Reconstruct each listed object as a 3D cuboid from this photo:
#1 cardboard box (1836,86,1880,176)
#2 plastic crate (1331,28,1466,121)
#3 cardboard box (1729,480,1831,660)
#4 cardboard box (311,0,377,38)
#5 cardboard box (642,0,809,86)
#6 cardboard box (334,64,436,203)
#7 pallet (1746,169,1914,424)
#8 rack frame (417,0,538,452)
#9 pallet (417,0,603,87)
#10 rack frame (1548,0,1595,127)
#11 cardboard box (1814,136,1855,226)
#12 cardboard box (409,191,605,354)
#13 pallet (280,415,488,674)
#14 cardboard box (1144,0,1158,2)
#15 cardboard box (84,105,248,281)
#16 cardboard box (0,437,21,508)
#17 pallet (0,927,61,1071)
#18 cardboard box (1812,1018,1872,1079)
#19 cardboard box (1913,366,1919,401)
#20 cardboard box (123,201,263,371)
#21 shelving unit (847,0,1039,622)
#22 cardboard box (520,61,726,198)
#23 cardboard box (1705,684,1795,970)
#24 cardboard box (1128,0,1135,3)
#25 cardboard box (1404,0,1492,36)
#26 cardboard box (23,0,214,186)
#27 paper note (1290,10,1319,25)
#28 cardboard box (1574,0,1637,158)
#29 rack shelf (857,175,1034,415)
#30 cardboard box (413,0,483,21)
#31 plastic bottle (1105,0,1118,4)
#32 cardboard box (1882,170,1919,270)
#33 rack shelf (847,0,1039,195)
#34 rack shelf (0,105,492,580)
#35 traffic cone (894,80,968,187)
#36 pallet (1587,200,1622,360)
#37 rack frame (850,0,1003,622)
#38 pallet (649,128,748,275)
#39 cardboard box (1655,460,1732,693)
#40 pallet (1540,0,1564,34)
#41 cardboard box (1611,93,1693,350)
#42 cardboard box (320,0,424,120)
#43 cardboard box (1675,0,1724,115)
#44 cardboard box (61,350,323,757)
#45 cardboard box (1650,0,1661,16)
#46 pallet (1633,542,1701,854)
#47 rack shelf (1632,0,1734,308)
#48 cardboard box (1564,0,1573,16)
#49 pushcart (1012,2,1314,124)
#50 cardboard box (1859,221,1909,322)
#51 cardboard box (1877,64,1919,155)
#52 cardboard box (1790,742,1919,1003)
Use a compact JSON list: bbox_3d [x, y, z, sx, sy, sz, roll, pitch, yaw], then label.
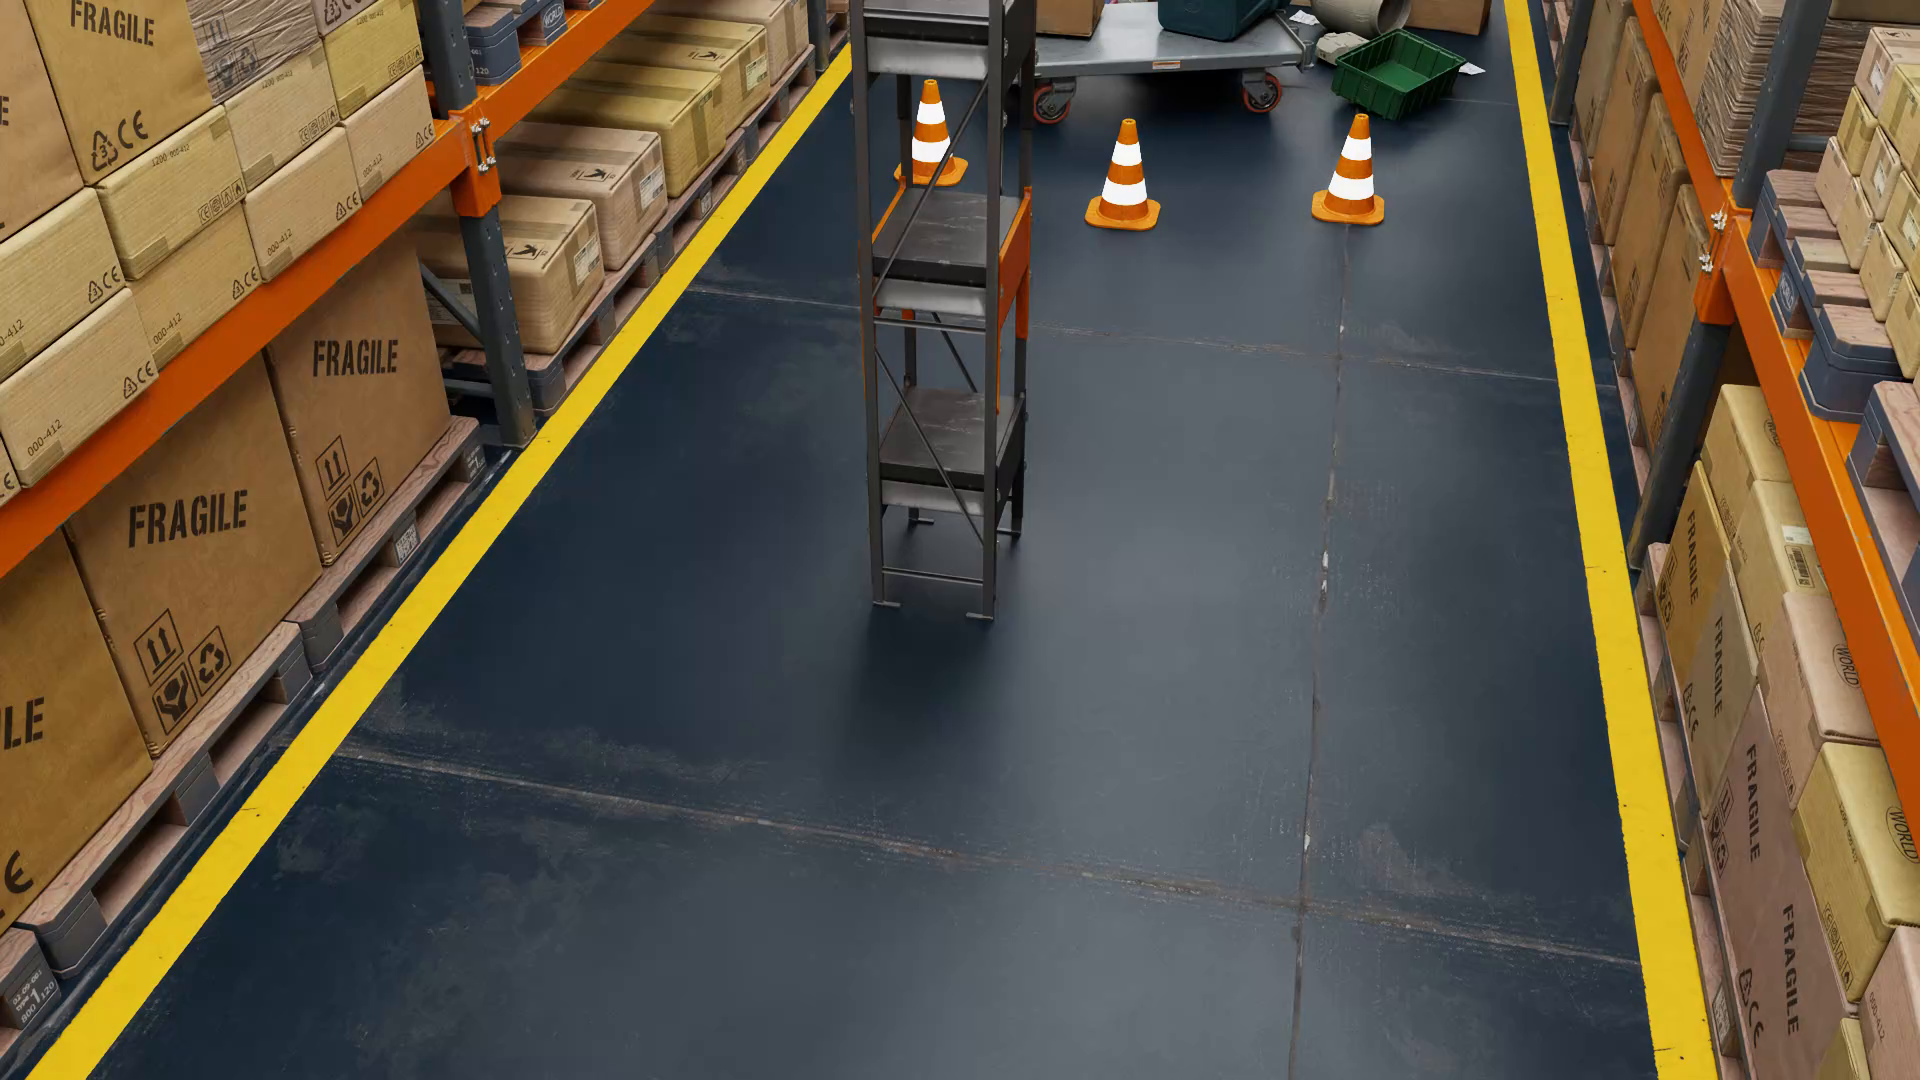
[{"bbox_3d":[2.457,-1.018,4.201,0.380,0.149,0.250,9,37,12],"label":"cardboard box"},{"bbox_3d":[2.368,-2.523,9.022,0.450,0.188,0.662,36,48,26],"label":"plastic crate"},{"bbox_3d":[2.264,0.113,4.171,0.500,0.250,0.500,7,37,9],"label":"cardboard box"},{"bbox_3d":[-1.956,-1.760,4.684,0.500,0.500,0.500,6,36,9],"label":"cardboard box"},{"bbox_3d":[-1.356,-2.742,8.858,0.950,0.372,0.625,8,37,11],"label":"cardboard box"},{"bbox_3d":[-1.955,-1.260,5.061,0.500,0.250,0.500,6,36,8],"label":"cardboard box"},{"bbox_3d":[2.708,-0.581,4.159,1.213,0.211,1.003,7,37,10],"label":"pallet"},{"bbox_3d":[-2.101,-1.643,5.461,1.000,3.000,0.127,7,37,10],"label":"rack frame"},{"bbox_3d":[-2.053,-1.988,6.100,1.213,0.211,1.003,7,37,10],"label":"pallet"},{"bbox_3d":[3.611,-3.374,7.849,1.000,3.000,0.127,7,37,10],"label":"rack frame"},{"bbox_3d":[2.464,-0.918,4.317,0.380,0.149,0.250,7,36,9],"label":"cardboard box"},{"bbox_3d":[-1.970,-1.072,6.555,0.950,0.372,0.625,5,36,7],"label":"cardboard box"},{"bbox_3d":[-2.343,-0.072,5.669,1.003,0.211,1.213,7,37,10],"label":"pallet"},{"bbox_3d":[1.514,-3.412,9.914,0.797,0.637,0.503,7,37,10],"label":"cardboard box"},{"bbox_3d":[-2.151,-0.885,4.117,0.500,0.250,0.500,6,36,9],"label":"cardboard box"},{"bbox_3d":[-2.369,-0.097,3.456,0.500,0.250,0.500,7,37,10],"label":"cardboard box"},{"bbox_3d":[-2.864,1.327,3.739,1.003,0.211,1.213,7,37,10],"label":"pallet"},{"bbox_3d":[1.924,1.304,3.166,0.500,0.500,0.500,6,36,9],"label":"cardboard box"},{"bbox_3d":[2.238,-0.302,3.466,0.380,0.149,0.250,8,37,11],"label":"cardboard box"},{"bbox_3d":[-2.172,-0.679,4.258,0.500,0.250,0.500,7,37,9],"label":"cardboard box"},{"bbox_3d":[-0.035,-0.755,5.003,0.431,2.100,0.503,7,37,10],"label":"shelving unit"},{"bbox_3d":[-1.653,-1.930,7.739,0.950,0.372,0.625,8,37,12],"label":"cardboard box"},{"bbox_3d":[2.147,0.718,3.975,0.500,0.500,0.500,6,36,9],"label":"cardboard box"},{"bbox_3d":[1.024,-3.028,9.701,0.258,0.266,0.396,-17,39,-22],"label":"cardboard box"},{"bbox_3d":[2.940,-3.382,9.988,0.500,0.500,0.500,14,38,18],"label":"cardboard box"},{"bbox_3d":[-2.170,-1.180,3.885,0.500,0.500,0.500,7,37,10],"label":"cardboard box"},{"bbox_3d":[2.113,-3.177,10.114,0.172,0.023,0.155,20,41,26],"label":"paper note"},{"bbox_3d":[3.566,-2.266,7.880,1.050,0.750,0.750,7,37,10],"label":"cardboard box"},{"bbox_3d":[-0.035,-0.744,5.011,0.431,0.518,0.480,7,37,10],"label":"rack shelf"},{"bbox_3d":[-1.850,-1.875,5.637,0.380,0.149,0.250,5,36,7],"label":"cardboard box"},{"bbox_3d":[0.861,-3.252,10.184,0.133,0.061,0.283,14,38,18],"label":"plastic bottle"},{"bbox_3d":[2.347,-0.709,3.774,0.380,0.149,0.250,6,36,9],"label":"cardboard box"},{"bbox_3d":[-0.035,-1.311,4.600,0.431,0.518,0.480,7,37,10],"label":"rack shelf"},{"bbox_3d":[-2.528,-0.206,4.091,1.077,0.370,4.000,7,37,10],"label":"rack shelf"},{"bbox_3d":[-0.144,-2.023,8.147,0.336,0.463,0.334,7,37,10],"label":"traffic cone"},{"bbox_3d":[3.261,-1.092,7.076,1.003,0.211,1.213,7,37,10],"label":"pallet"},{"bbox_3d":[-0.087,-0.615,4.810,0.400,2.100,0.015,7,37,10],"label":"rack frame"},{"bbox_3d":[-1.670,-1.659,7.860,1.003,0.211,1.213,7,37,10],"label":"pallet"},{"bbox_3d":[2.356,0.135,4.780,0.500,0.500,0.500,6,36,8],"label":"cardboard box"},{"bbox_3d":[4.108,-3.373,10.224,1.003,0.211,1.213,7,37,10],"label":"pallet"},{"bbox_3d":[3.158,-1.179,6.381,1.050,0.750,0.750,8,37,11],"label":"cardboard box"},{"bbox_3d":[-1.956,-1.476,4.932,0.500,0.250,0.500,7,37,10],"label":"cardboard box"},{"bbox_3d":[2.698,-1.699,5.453,0.500,0.500,0.500,7,37,10],"label":"cardboard box"},{"bbox_3d":[-2.524,-0.057,4.725,0.875,0.875,0.875,8,37,11],"label":"cardboard box"},{"bbox_3d":[2.910,-2.280,6.255,0.500,0.500,0.500,8,37,11],"label":"cardboard box"},{"bbox_3d":[2.588,0.496,4.886,1.003,0.211,1.213,7,37,10],"label":"pallet"},{"bbox_3d":[3.184,-1.936,6.478,1.077,0.370,4.000,7,37,10],"label":"rack shelf"},{"bbox_3d":[4.002,-3.553,9.549,0.875,0.875,0.875,8,37,10],"label":"cardboard box"},{"bbox_3d":[0.991,-2.618,9.040,1.648,0.377,0.936,-5,36,-6],"label":"pushcart"},{"bbox_3d":[2.349,-0.609,3.891,0.380,0.149,0.250,9,37,12],"label":"cardboard box"},{"bbox_3d":[2.414,-0.995,3.916,0.380,0.149,0.250,6,36,9],"label":"cardboard box"},{"bbox_3d":[2.036,0.694,3.369,0.500,0.250,0.500,6,36,8],"label":"cardboard box"}]
